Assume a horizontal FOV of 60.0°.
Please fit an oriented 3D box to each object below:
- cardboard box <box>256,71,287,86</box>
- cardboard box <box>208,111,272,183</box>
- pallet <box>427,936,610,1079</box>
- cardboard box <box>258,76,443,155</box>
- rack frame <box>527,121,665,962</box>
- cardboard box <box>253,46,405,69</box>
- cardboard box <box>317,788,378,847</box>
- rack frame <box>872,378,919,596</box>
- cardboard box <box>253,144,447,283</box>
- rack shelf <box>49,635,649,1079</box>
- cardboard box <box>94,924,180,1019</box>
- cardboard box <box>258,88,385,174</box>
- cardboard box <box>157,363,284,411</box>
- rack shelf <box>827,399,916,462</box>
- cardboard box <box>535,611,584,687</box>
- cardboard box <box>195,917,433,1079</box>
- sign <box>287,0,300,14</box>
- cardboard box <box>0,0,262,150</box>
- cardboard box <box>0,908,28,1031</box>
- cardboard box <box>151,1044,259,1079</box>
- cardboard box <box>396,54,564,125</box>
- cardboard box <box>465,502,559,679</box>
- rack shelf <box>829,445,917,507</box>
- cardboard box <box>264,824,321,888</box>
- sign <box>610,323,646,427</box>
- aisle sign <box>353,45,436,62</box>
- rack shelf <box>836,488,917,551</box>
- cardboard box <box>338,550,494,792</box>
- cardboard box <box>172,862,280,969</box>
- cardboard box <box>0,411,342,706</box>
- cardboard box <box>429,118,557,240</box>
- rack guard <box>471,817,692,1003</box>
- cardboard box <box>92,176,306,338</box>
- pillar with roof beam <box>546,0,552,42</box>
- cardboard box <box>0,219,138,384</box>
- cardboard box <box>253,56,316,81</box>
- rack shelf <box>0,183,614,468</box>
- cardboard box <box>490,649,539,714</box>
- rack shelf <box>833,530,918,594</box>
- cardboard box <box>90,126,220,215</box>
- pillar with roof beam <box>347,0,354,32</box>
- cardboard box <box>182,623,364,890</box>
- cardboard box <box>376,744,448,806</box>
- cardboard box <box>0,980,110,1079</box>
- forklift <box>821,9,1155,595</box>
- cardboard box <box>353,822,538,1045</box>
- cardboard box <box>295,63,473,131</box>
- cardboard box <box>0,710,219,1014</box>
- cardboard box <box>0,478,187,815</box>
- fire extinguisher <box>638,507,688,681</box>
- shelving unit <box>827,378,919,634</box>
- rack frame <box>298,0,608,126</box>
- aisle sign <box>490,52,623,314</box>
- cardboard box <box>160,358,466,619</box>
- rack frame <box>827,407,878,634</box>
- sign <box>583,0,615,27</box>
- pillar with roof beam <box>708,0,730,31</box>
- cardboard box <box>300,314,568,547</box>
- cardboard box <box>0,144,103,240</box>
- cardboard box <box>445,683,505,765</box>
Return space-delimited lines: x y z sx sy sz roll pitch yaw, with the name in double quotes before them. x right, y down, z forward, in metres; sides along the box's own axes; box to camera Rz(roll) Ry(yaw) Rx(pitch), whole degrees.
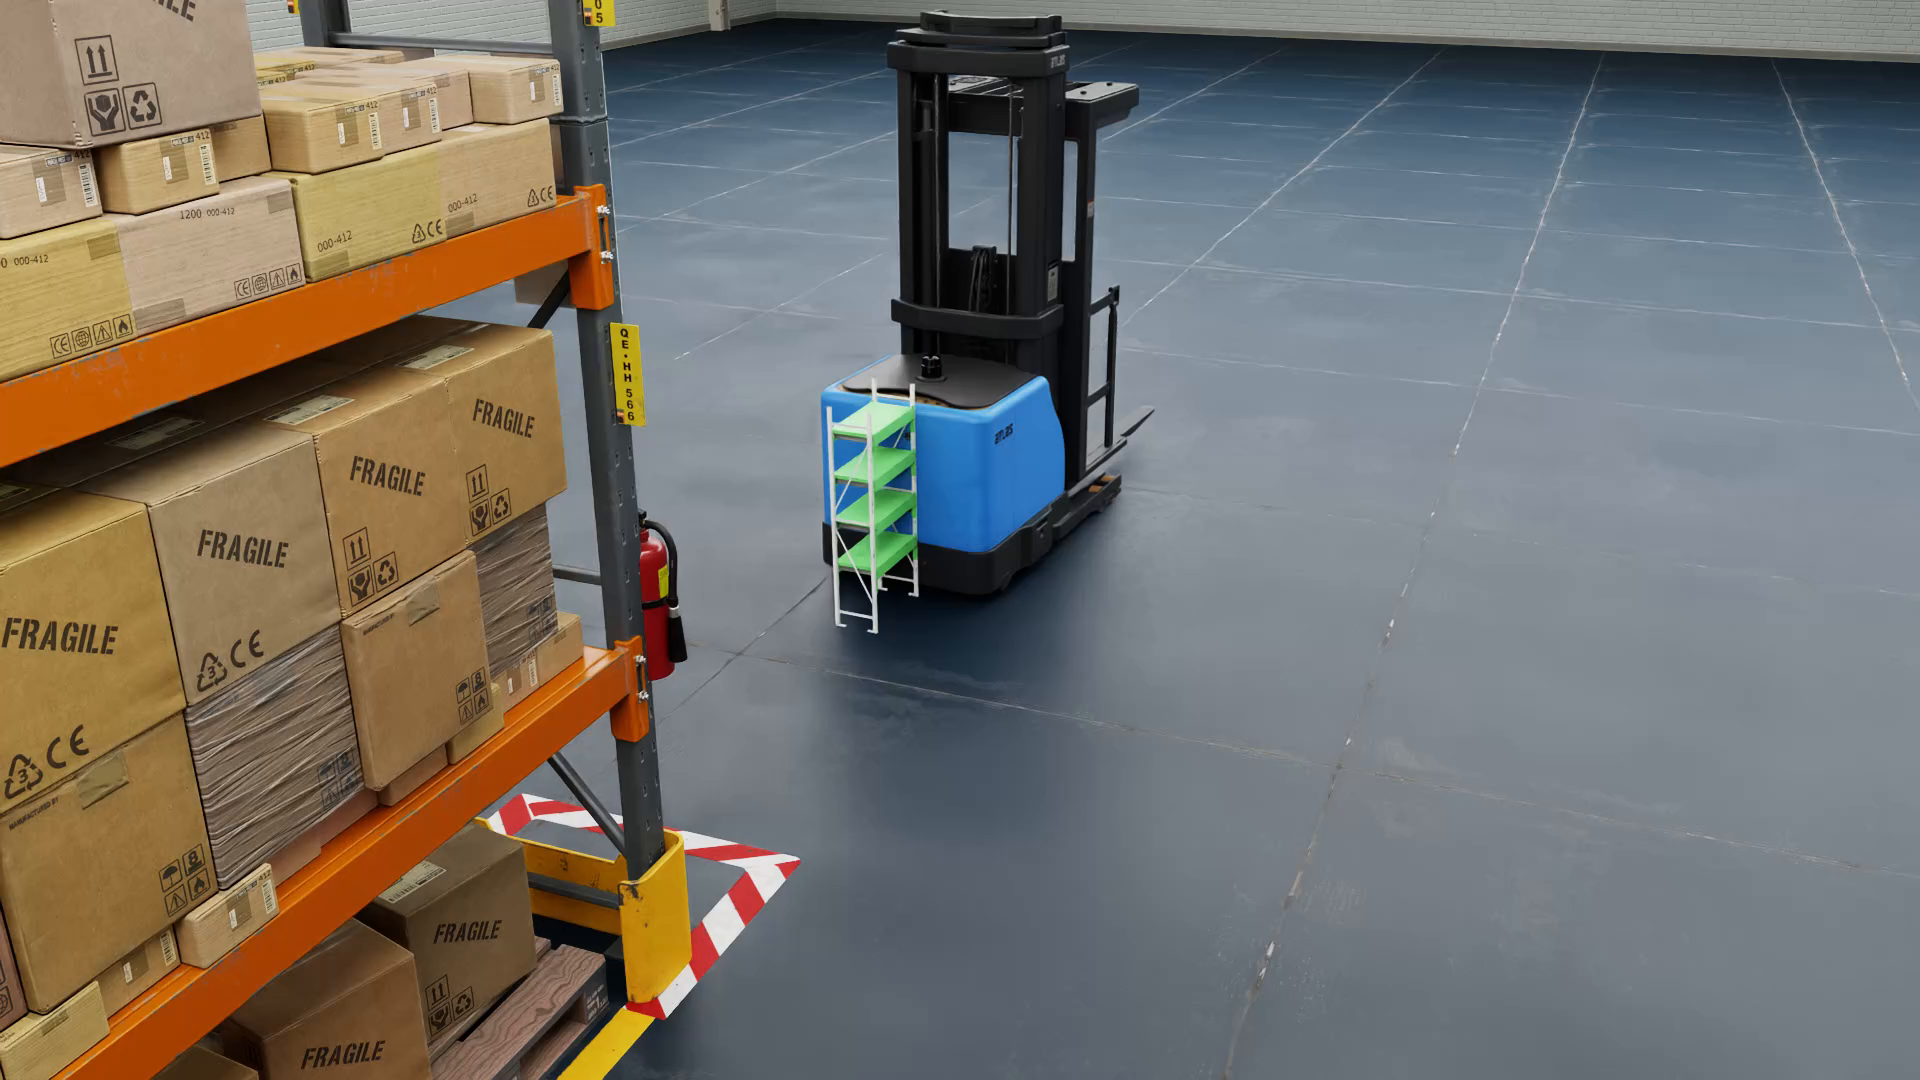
"cardboard box" -2.023 -1.166 4.434 0.380 0.149 0.250 8 24 19
"cardboard box" -1.838 -0.920 3.846 0.380 0.149 0.250 9 24 21
"pallet" -1.903 1.680 5.453 1.003 0.211 1.213 9 24 20
"cardboard box" -1.559 -1.084 4.239 0.380 0.149 0.250 8 24 18
"rack frame" -1.540 0.081 5.664 1.000 3.000 0.127 9 24 20
"cardboard box" -1.857 -1.352 4.882 0.380 0.149 0.250 9 24 20
"cardboard box" -1.831 0.685 4.543 0.380 0.149 0.250 9 24 20
"rack frame" -0.341 -0.267 8.809 0.240 1.200 0.015 10 26 22
"cardboard box" -1.666 -0.846 4.186 0.500 0.250 0.500 9 24 20
"rack shelf" -2.283 1.129 4.090 1.077 0.370 4.000 9 24 20
"cardboard box" -2.071 0.960 3.887 0.380 0.149 0.250 9 24 20
"cardboard box" -1.630 -0.991 4.016 0.380 0.149 0.250 9 24 20
"cardboard box" -2.190 -0.228 4.591 0.500 0.500 0.500 9 24 20
"rack shelf" -0.444 -0.558 8.438 0.258 0.148 0.480 10 26 22
"cardboard box" -1.454 0.328 5.398 0.380 0.149 0.250 9 24 20
"cardboard box" -1.978 1.480 5.012 0.500 0.500 0.500 16 28 34
"sign" -2.044 -1.784 5.104 0.100 0.325 0.005 9 24 20
"cardboard box" -1.881 -1.126 3.499 0.500 0.500 0.500 9 24 20
"cardboard box" -2.491 0.810 3.405 0.875 0.500 0.500 9 24 20
"cardboard box" -2.228 1.702 4.482 0.500 0.500 0.500 11 25 25
"cardboard box" -1.354 -1.274 4.694 0.380 0.149 0.250 9 24 20
"cardboard box" -1.770 0.090 5.126 0.875 0.500 0.500 9 24 20
"rack shelf" -0.442 -0.338 8.535 0.258 0.148 0.480 10 26 22
"cardboard box" -1.903 0.778 4.321 0.380 0.149 0.250 9 24 20
"sign" -1.032 -0.513 5.173 0.100 0.325 0.005 9 24 20
"aisle sign" -1.796 -1.184 5.319 0.394 0.787 0.004 9 24 20
"rack shelf" -0.441 -0.119 8.631 0.258 0.148 0.480 10 26 22
"cardboard box" -1.844 0.287 4.657 0.875 0.500 0.500 9 24 20
"cardboard box" -1.914 0.880 4.077 0.380 0.149 0.250 9 24 20
"cardboard box" -1.883 0.027 3.981 0.500 0.500 0.500 9 24 20
"cardboard box" -1.483 -1.025 4.615 0.500 0.250 0.500 9 24 21
"rack guard" -1.568 1.262 6.081 1.175 0.500 0.348 9 24 20
"cardboard box" -1.864 -0.664 3.750 0.500 0.250 0.500 9 24 21
"pillar with roof beam" -3.535 -12.667 28.401 9.100 9.000 0.400 9 24 20
"cardboard box" -2.046 -0.483 3.318 0.500 0.250 0.500 8 24 19
"cardboard box" -2.043 -1.274 4.693 0.380 0.149 0.250 9 24 21
"rack shelf" -2.283 -0.256 3.512 1.077 0.370 4.000 9 24 20
"cardboard box" -1.548 0.418 5.184 0.380 0.149 0.250 9 24 20
"rack shelf" -0.439 0.101 8.727 0.258 0.148 0.480 10 26 22
"cardboard box" -1.844 -0.809 3.581 0.380 0.149 0.250 8 24 17
"pillar with roof beam" -5.763 -10.520 23.261 9.100 9.000 0.400 9 24 20
"cardboard box" -2.070 0.459 4.243 0.875 0.500 0.500 9 24 20
"cardboard box" -1.700 0.602 4.743 0.380 0.149 0.250 9 24 20
"cardboard box" -2.122 1.056 3.657 0.380 0.149 0.250 9 24 20
"forklift" 0.350 -1.590 9.754 1.130 2.935 3.031 11 25 24
"cardboard box" -1.788 1.262 5.536 0.500 0.500 0.500 14 26 30
"cardboard box" -1.559 -1.198 4.511 0.380 0.149 0.250 8 24 18
"cardboard box" -2.267 0.637 3.819 0.875 0.500 0.500 9 24 20
"cardboard box" -2.077 0.204 3.556 0.500 0.500 0.500 9 24 20
"fire extinguisher" -1.070 0.142 5.620 0.296 0.674 0.183 9 24 20
"shelving unit" -0.441 -0.177 8.605 0.258 1.200 0.503 10 26 22
"rack frame" -1.540 -2.687 4.508 1.000 3.000 0.127 9 24 20
"aisle sign" -1.239 -1.098 5.114 0.394 0.787 0.004 9 24 20
"cardboard box" -1.695 -0.152 4.409 0.500 0.500 0.500 9 24 20
"rack frame" -0.541 -0.087 8.401 0.240 1.200 0.015 10 26 22
"sign" -1.032 -1.625 4.708 0.100 0.325 0.005 9 24 20
"pillar with roof beam" -1.306 -14.815 33.541 9.100 9.000 0.400 9 24 20
"cardboard box" -1.515 -0.332 4.839 0.500 0.500 0.500 9 24 20
"cardboard box" -1.989 -0.718 3.363 0.380 0.149 0.250 7 24 17
"cardboard box" -1.593 0.515 4.952 0.380 0.149 0.250 9 24 20
